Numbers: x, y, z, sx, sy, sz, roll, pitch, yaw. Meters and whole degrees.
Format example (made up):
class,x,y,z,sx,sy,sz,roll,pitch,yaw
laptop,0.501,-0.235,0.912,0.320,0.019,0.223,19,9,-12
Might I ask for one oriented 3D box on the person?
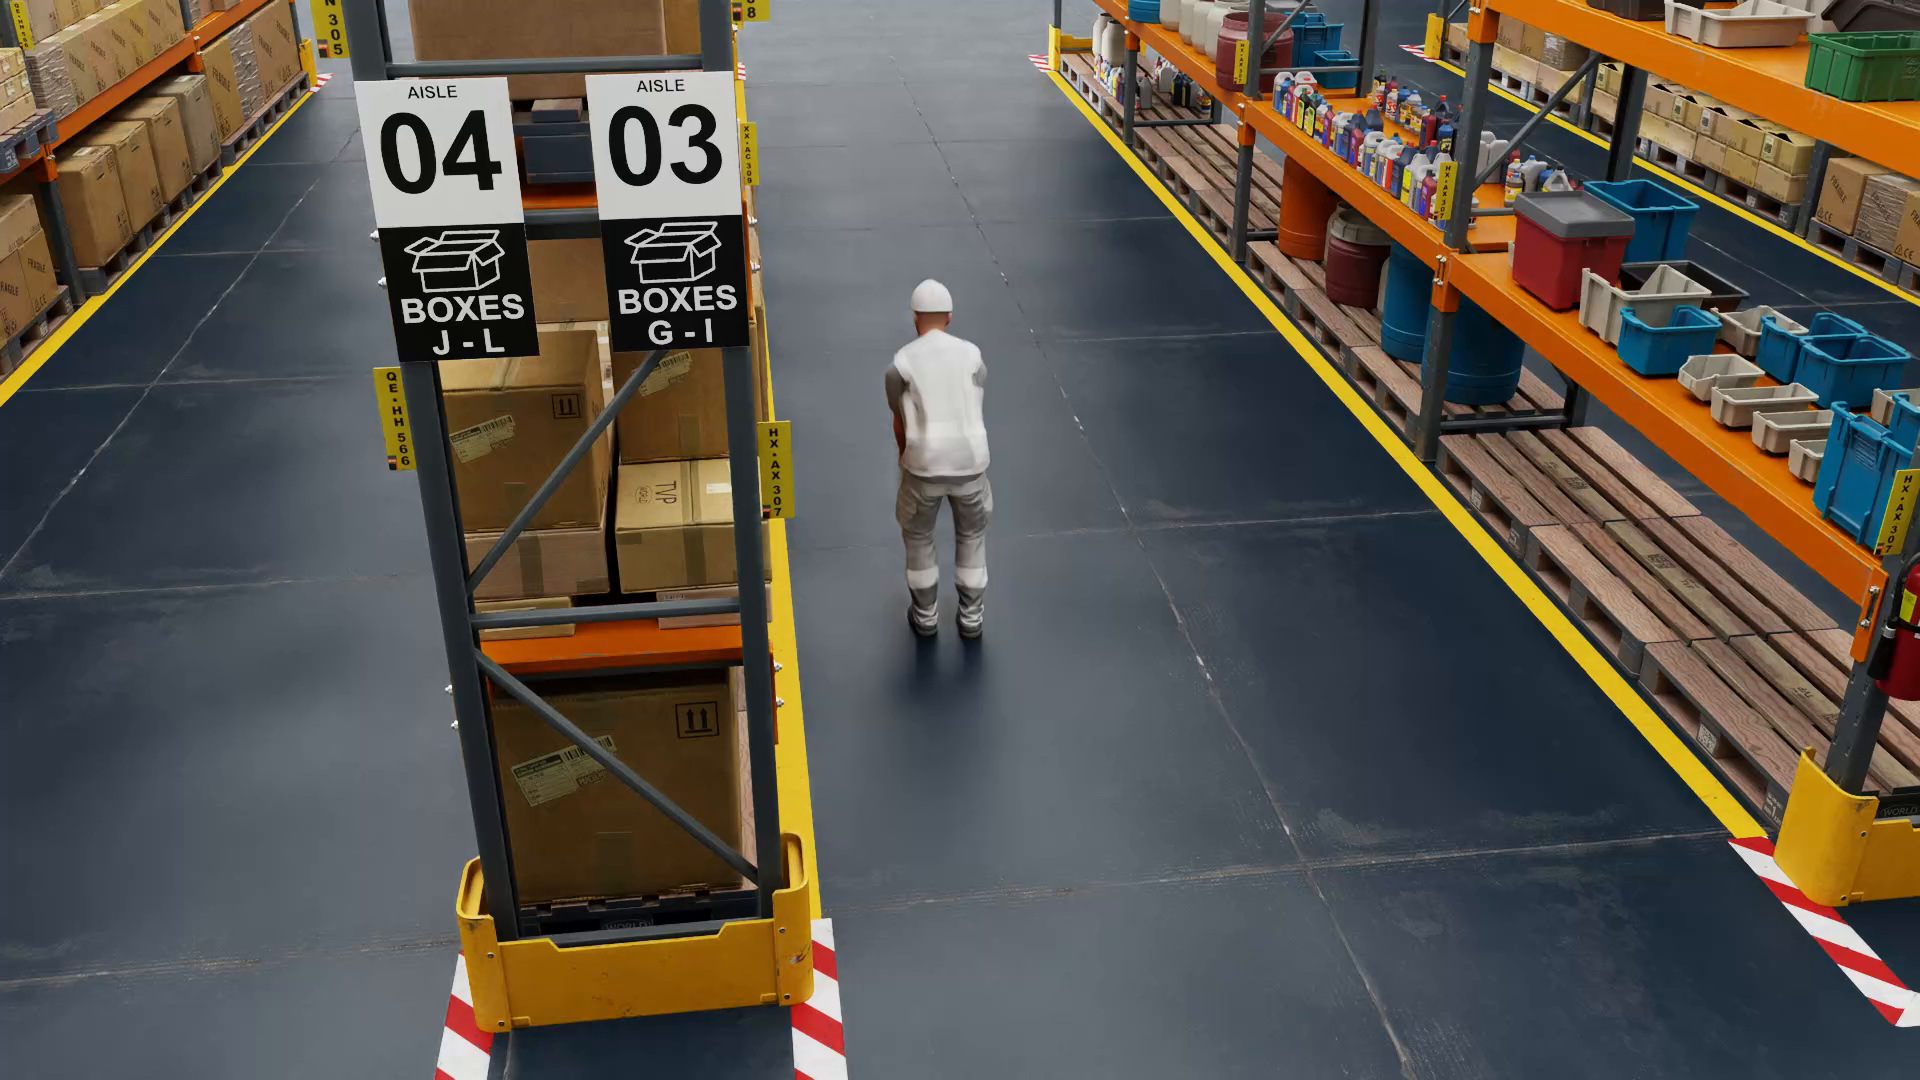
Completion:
class,x,y,z,sx,sy,sz,roll,pitch,yaw
person,-0.101,-0.368,7.911,0.490,1.701,0.639,-4,27,-8
